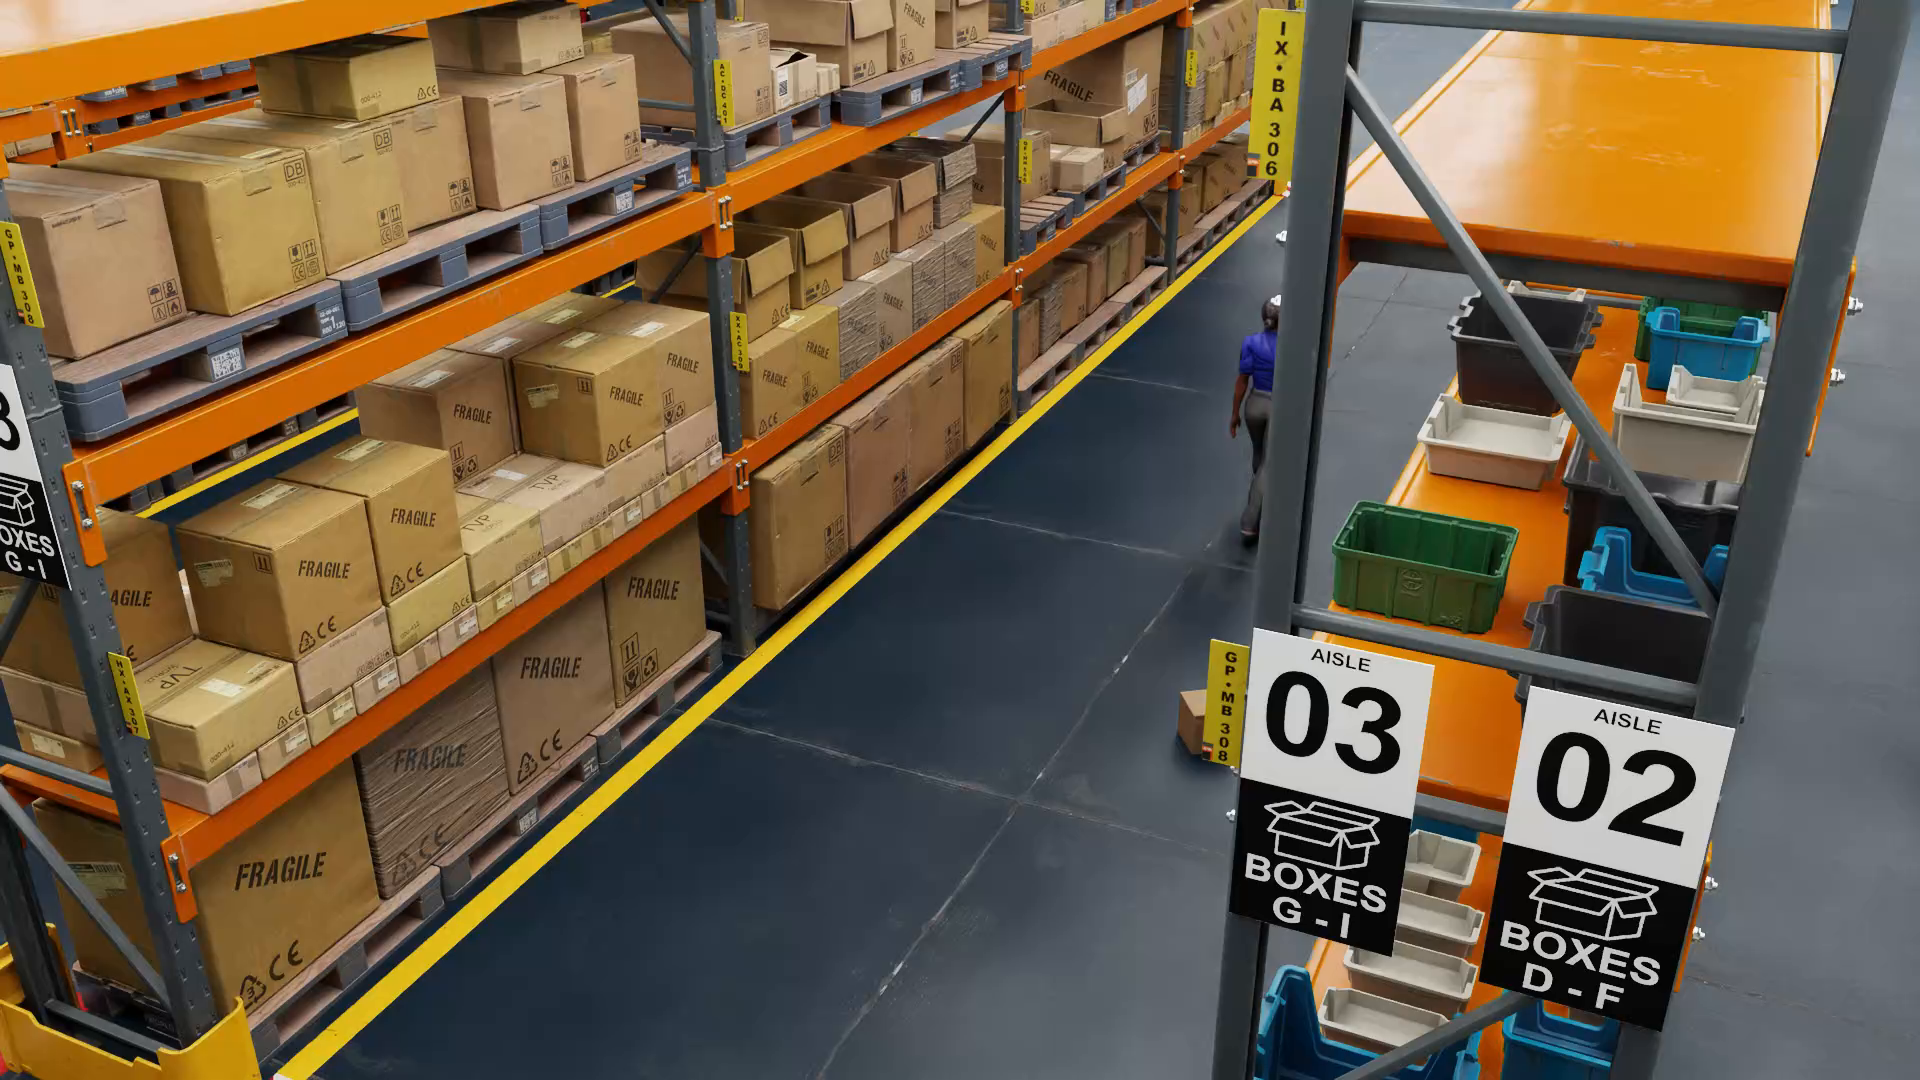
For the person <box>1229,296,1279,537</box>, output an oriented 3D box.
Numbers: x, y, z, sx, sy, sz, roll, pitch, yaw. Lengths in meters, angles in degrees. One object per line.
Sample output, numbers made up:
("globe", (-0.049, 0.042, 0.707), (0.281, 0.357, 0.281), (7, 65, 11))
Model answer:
("person", (2.118, -0.893, 11.217), (0.475, 1.595, 0.989), (14, 29, 26))
